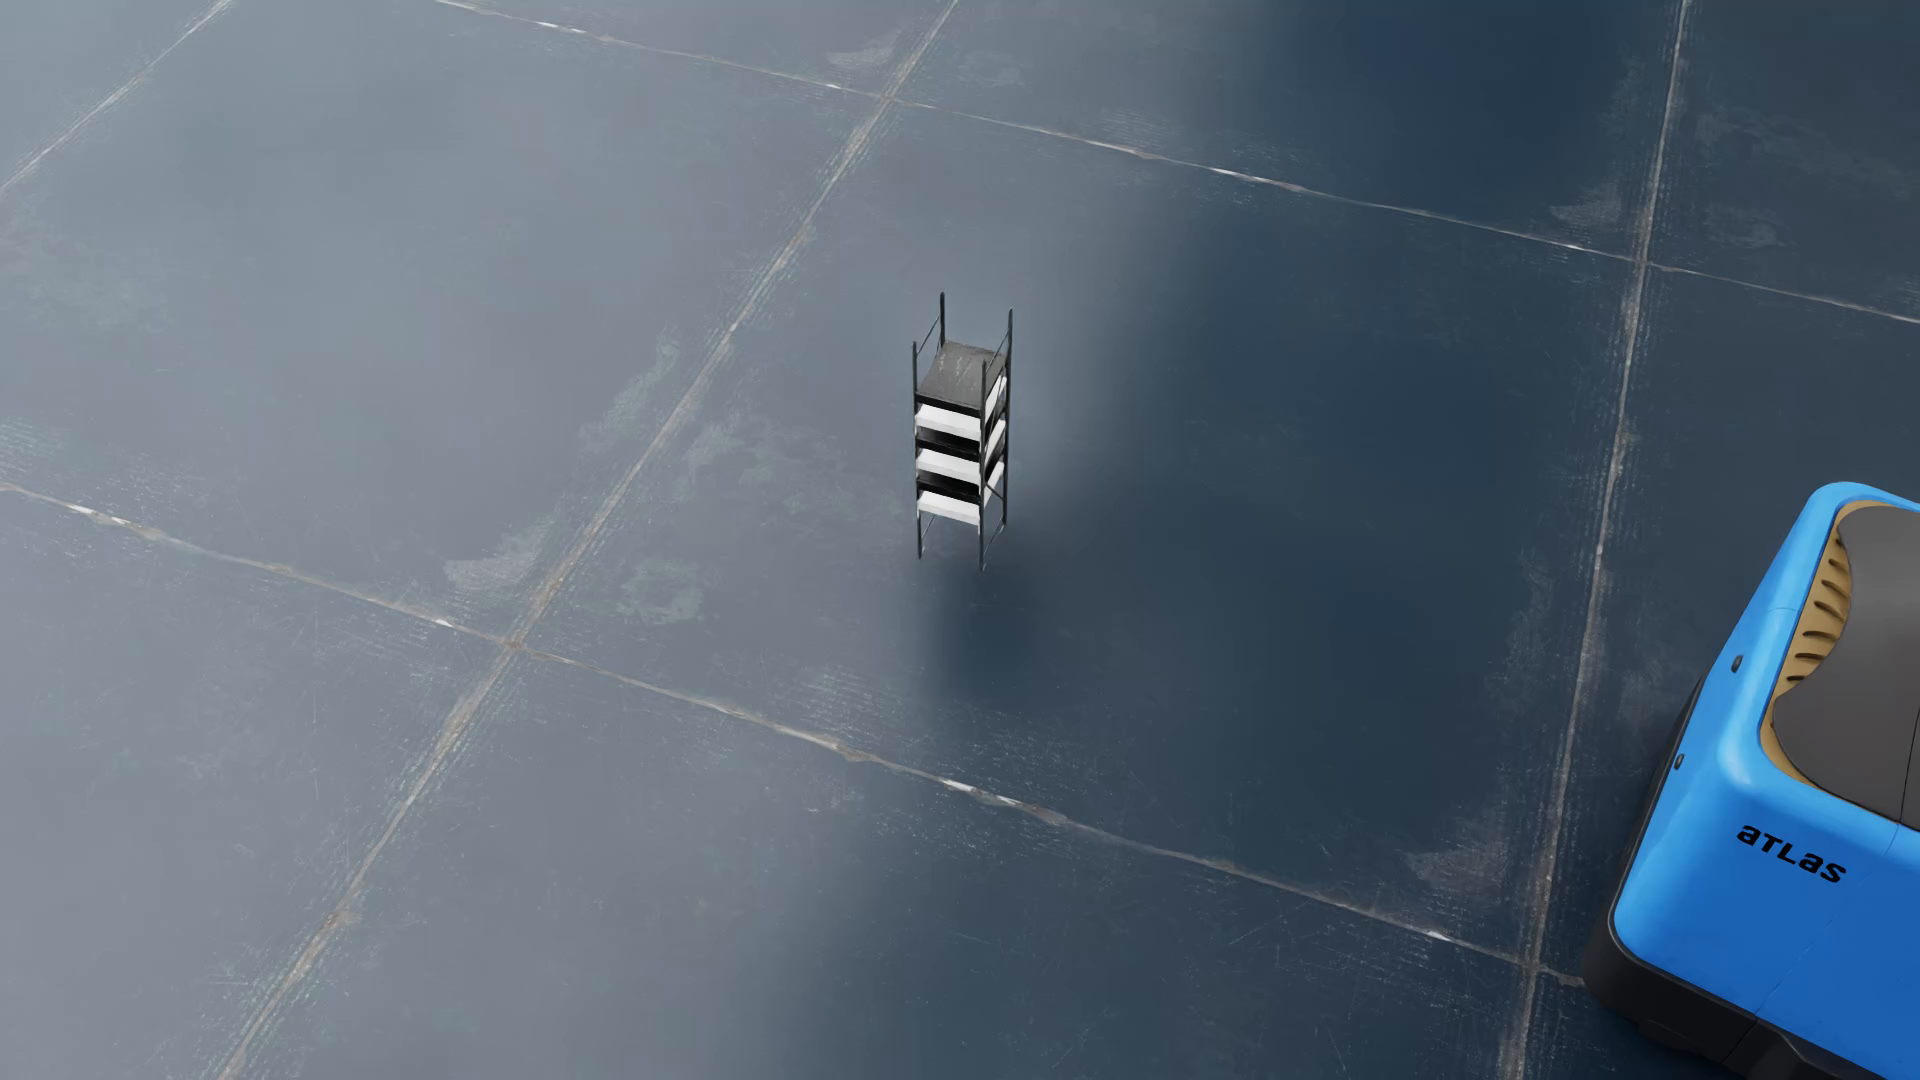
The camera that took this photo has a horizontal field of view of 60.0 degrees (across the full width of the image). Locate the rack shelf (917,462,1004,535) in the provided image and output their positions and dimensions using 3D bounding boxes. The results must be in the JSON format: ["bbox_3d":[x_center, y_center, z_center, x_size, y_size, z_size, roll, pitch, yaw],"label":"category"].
[{"bbox_3d":[0.008,-0.153,5.069,0.200,0.077,0.258,16,51,13],"label":"rack shelf"}]

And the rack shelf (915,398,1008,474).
[{"bbox_3d":[0.008,-0.330,4.865,0.200,0.077,0.258,16,51,13],"label":"rack shelf"}]

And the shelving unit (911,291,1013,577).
[{"bbox_3d":[0.008,-0.293,4.908,0.210,0.900,0.258,16,51,13],"label":"shelving unit"}]

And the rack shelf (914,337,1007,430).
[{"bbox_3d":[0.008,-0.448,4.729,0.200,0.077,0.258,16,51,13],"label":"rack shelf"}]

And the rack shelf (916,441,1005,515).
[{"bbox_3d":[0.008,-0.212,5.001,0.200,0.077,0.258,16,51,13],"label":"rack shelf"}]

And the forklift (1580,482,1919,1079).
[{"bbox_3d":[3.095,0.474,2.899,3.031,2.935,1.130,25,54,20],"label":"forklift"}]

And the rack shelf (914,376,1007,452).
[{"bbox_3d":[0.008,-0.389,4.797,0.200,0.077,0.258,16,51,13],"label":"rack shelf"}]

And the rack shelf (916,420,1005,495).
[{"bbox_3d":[0.008,-0.271,4.933,0.200,0.077,0.258,16,51,13],"label":"rack shelf"}]

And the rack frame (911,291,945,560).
[{"bbox_3d":[-0.088,-0.319,4.931,0.006,0.900,0.240,16,51,13],"label":"rack frame"}]

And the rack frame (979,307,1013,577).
[{"bbox_3d":[0.103,-0.266,4.885,0.006,0.900,0.240,16,51,13],"label":"rack frame"}]
